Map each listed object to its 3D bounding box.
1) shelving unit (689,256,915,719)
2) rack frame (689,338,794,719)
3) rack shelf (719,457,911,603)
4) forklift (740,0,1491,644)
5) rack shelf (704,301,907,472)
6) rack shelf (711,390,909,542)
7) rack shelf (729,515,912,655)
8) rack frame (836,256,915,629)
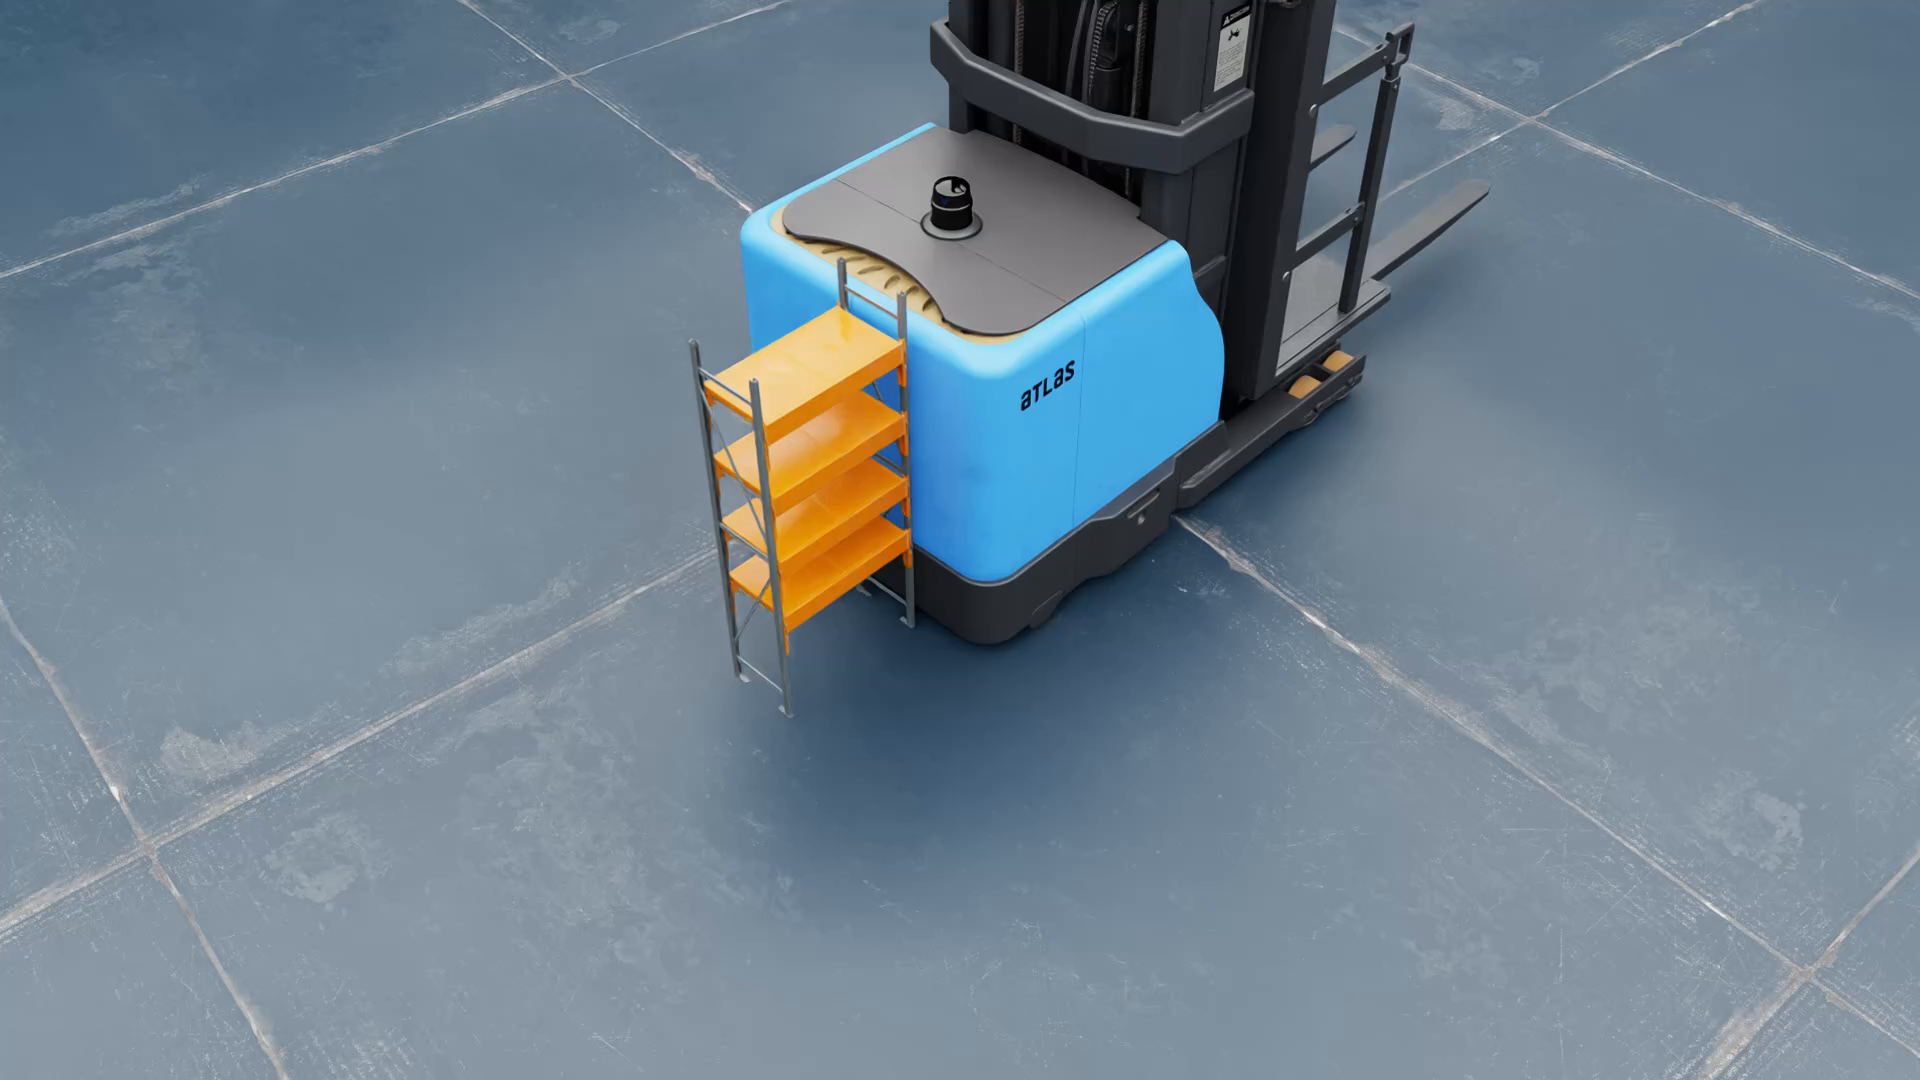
[{"bbox_3d":[-0.394,-0.111,4.492,0.258,1.200,0.503,33,52,30],"label":"shelving unit"},{"bbox_3d":[-0.563,0.010,4.363,0.240,1.200,0.015,33,52,30],"label":"rack frame"},{"bbox_3d":[-0.394,-0.062,4.538,0.258,0.148,0.480,33,52,30],"label":"rack shelf"},{"bbox_3d":[0.750,-1.679,4.897,1.130,2.935,3.031,33,52,30],"label":"forklift"},{"bbox_3d":[-0.394,-0.397,4.223,0.258,0.148,0.480,33,52,30],"label":"rack shelf"},{"bbox_3d":[-0.394,-0.225,4.385,0.258,0.148,0.480,33,52,30],"label":"rack shelf"},{"bbox_3d":[-0.394,0.083,4.674,0.258,0.148,0.480,33,52,30],"label":"rack shelf"},{"bbox_3d":[-0.226,-0.232,4.620,0.240,1.200,0.015,33,52,30],"label":"rack frame"}]
